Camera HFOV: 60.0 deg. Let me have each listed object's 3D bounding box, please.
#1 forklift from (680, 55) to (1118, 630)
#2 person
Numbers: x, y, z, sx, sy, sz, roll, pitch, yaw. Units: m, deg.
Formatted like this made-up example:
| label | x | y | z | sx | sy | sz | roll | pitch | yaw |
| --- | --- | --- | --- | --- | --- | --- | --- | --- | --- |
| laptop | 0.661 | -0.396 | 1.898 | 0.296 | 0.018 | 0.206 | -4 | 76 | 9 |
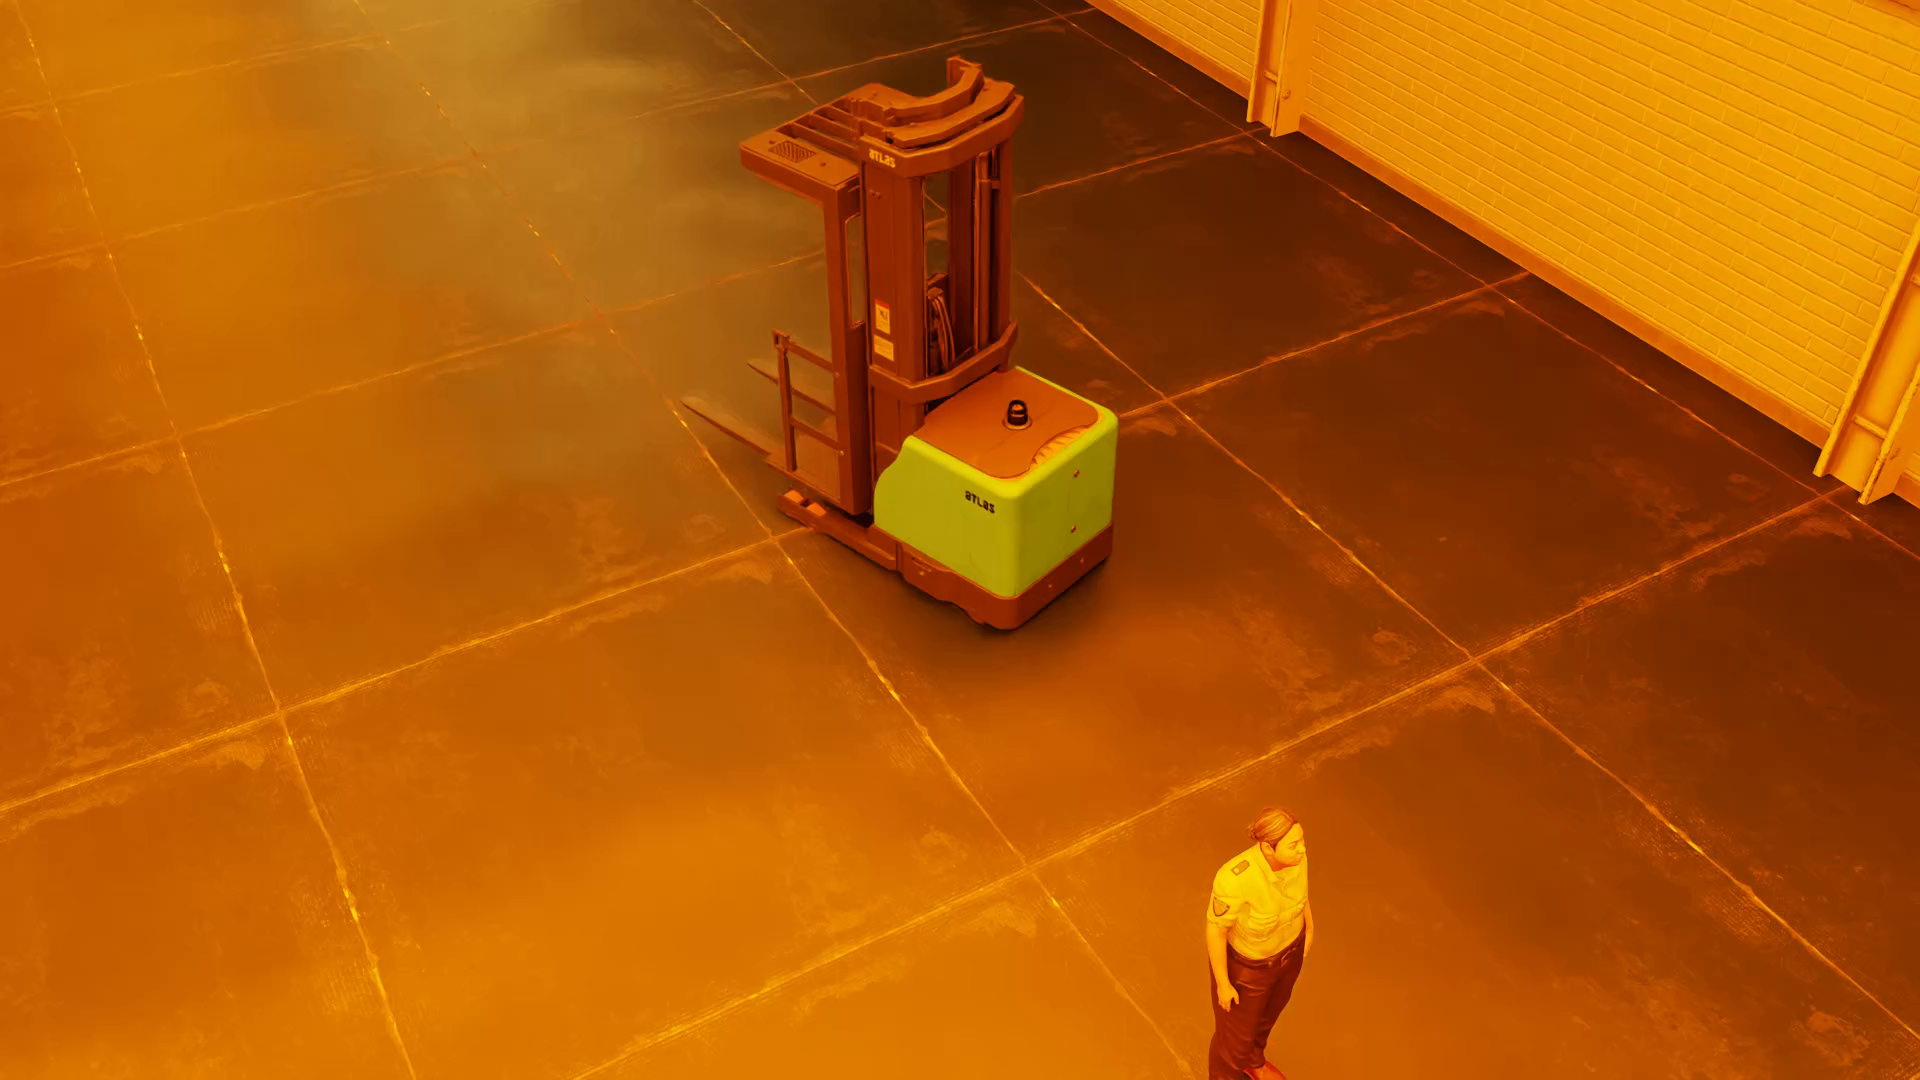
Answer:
| label | x | y | z | sx | sy | sz | roll | pitch | yaw |
| --- | --- | --- | --- | --- | --- | --- | --- | --- | --- |
| forklift | -0.515 | -1.415 | 9.742 | 3.031 | 2.935 | 1.130 | 29 | 48 | 31 |
| person | 1.288 | 1.785 | 6.878 | 0.598 | 1.651 | 0.502 | -27 | 47 | -29 |
